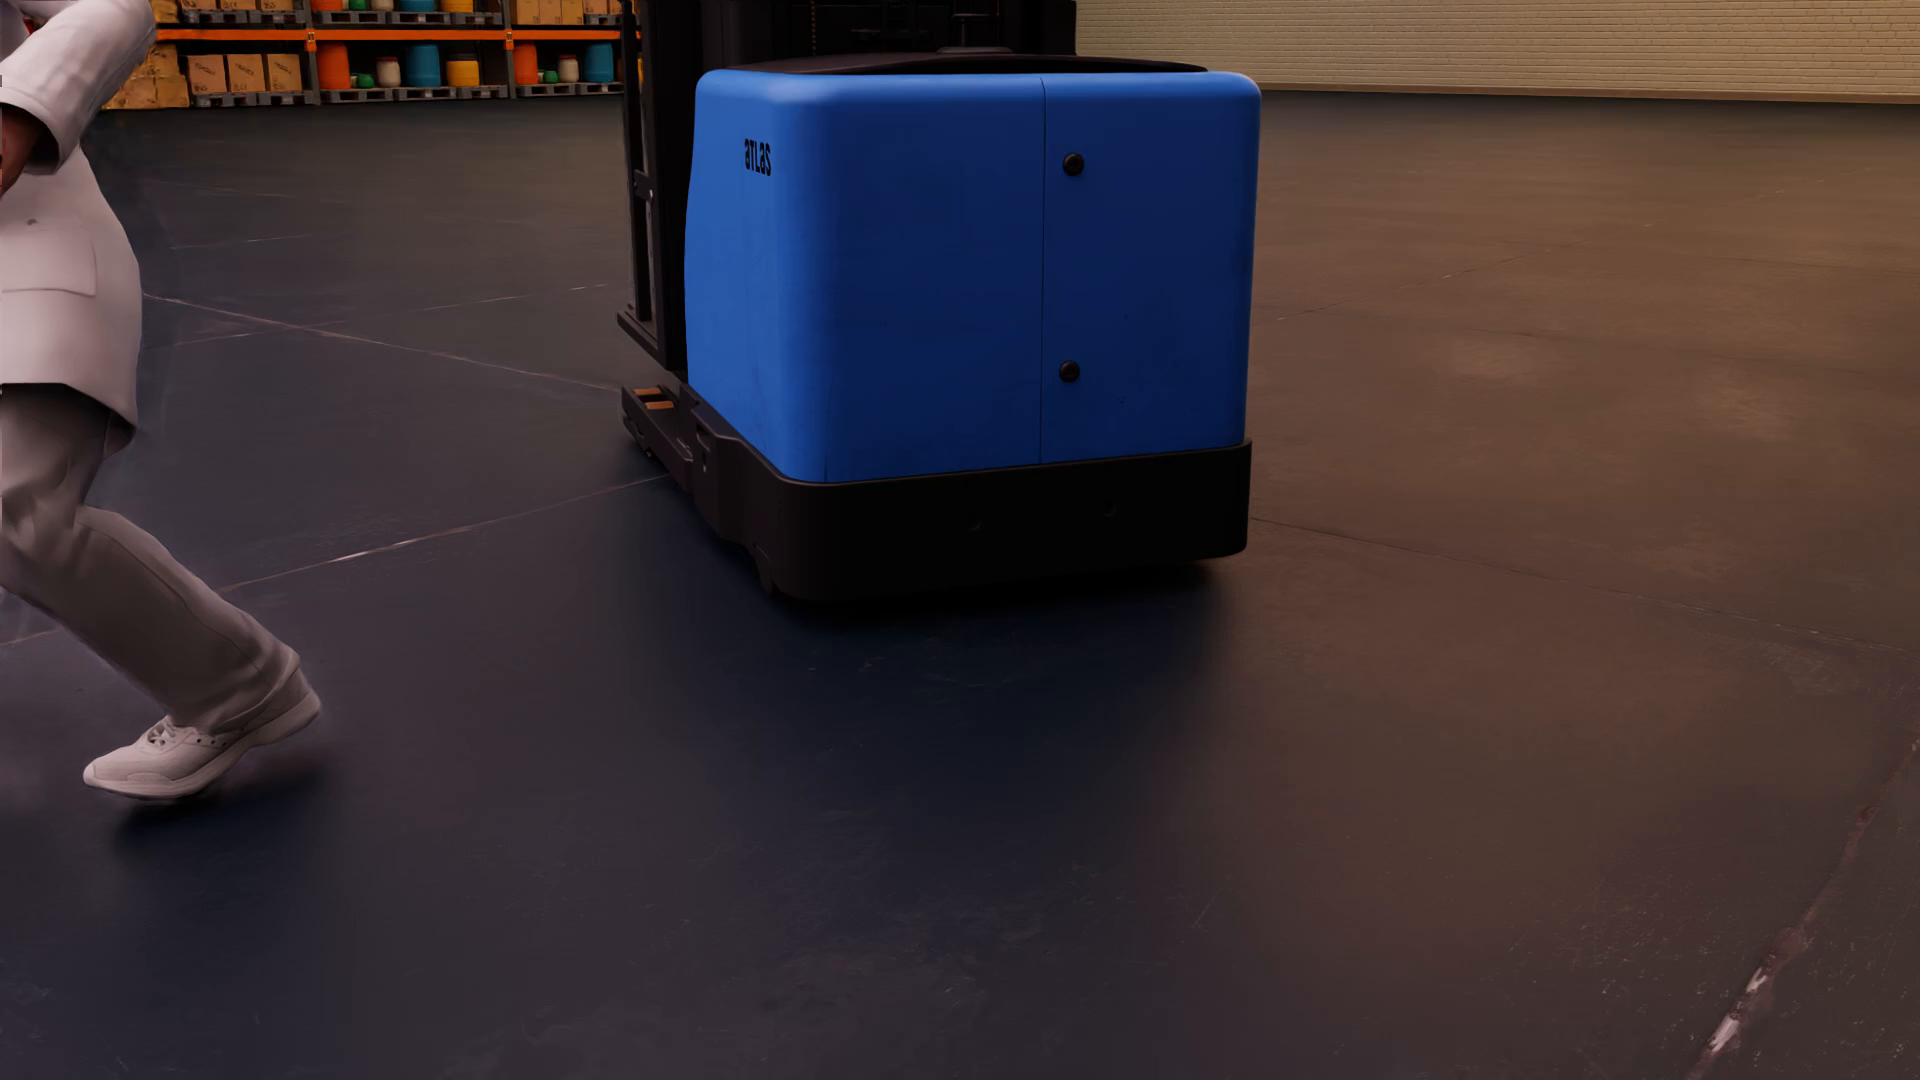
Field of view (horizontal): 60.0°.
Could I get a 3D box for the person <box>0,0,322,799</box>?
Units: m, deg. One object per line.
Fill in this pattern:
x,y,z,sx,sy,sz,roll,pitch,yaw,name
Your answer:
-1.580,-0.342,2.506,1.106,1.730,0.610,8,18,23,person

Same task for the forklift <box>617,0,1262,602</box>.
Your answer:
-0.353,-1.667,4.388,1.130,2.935,3.031,-6,18,-19,forklift
